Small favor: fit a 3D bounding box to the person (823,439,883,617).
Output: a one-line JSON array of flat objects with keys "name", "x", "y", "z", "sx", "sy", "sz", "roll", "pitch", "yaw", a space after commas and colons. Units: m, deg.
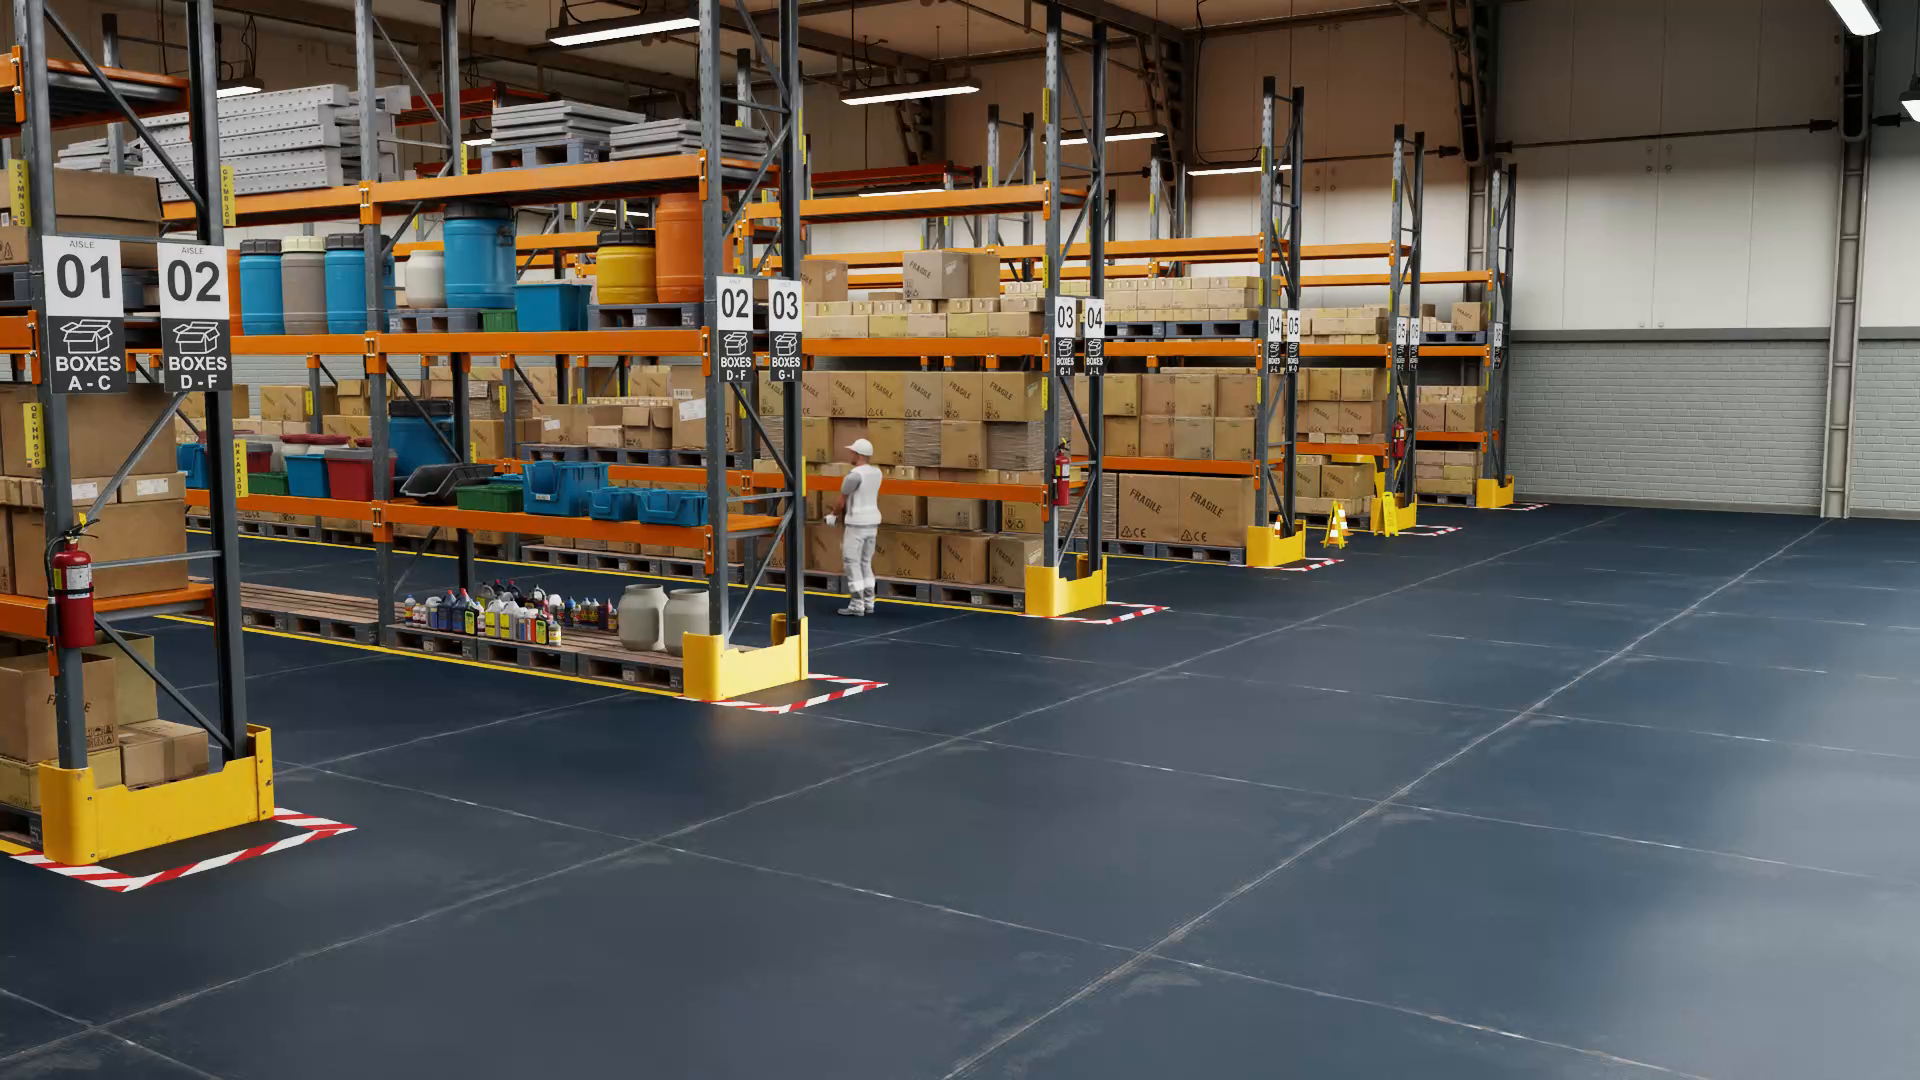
[{"name": "person", "x": -1.090, "y": -0.138, "z": 16.883, "sx": 0.558, "sy": 1.786, "sz": 0.474, "roll": 4, "pitch": 7, "yaw": 34}]
